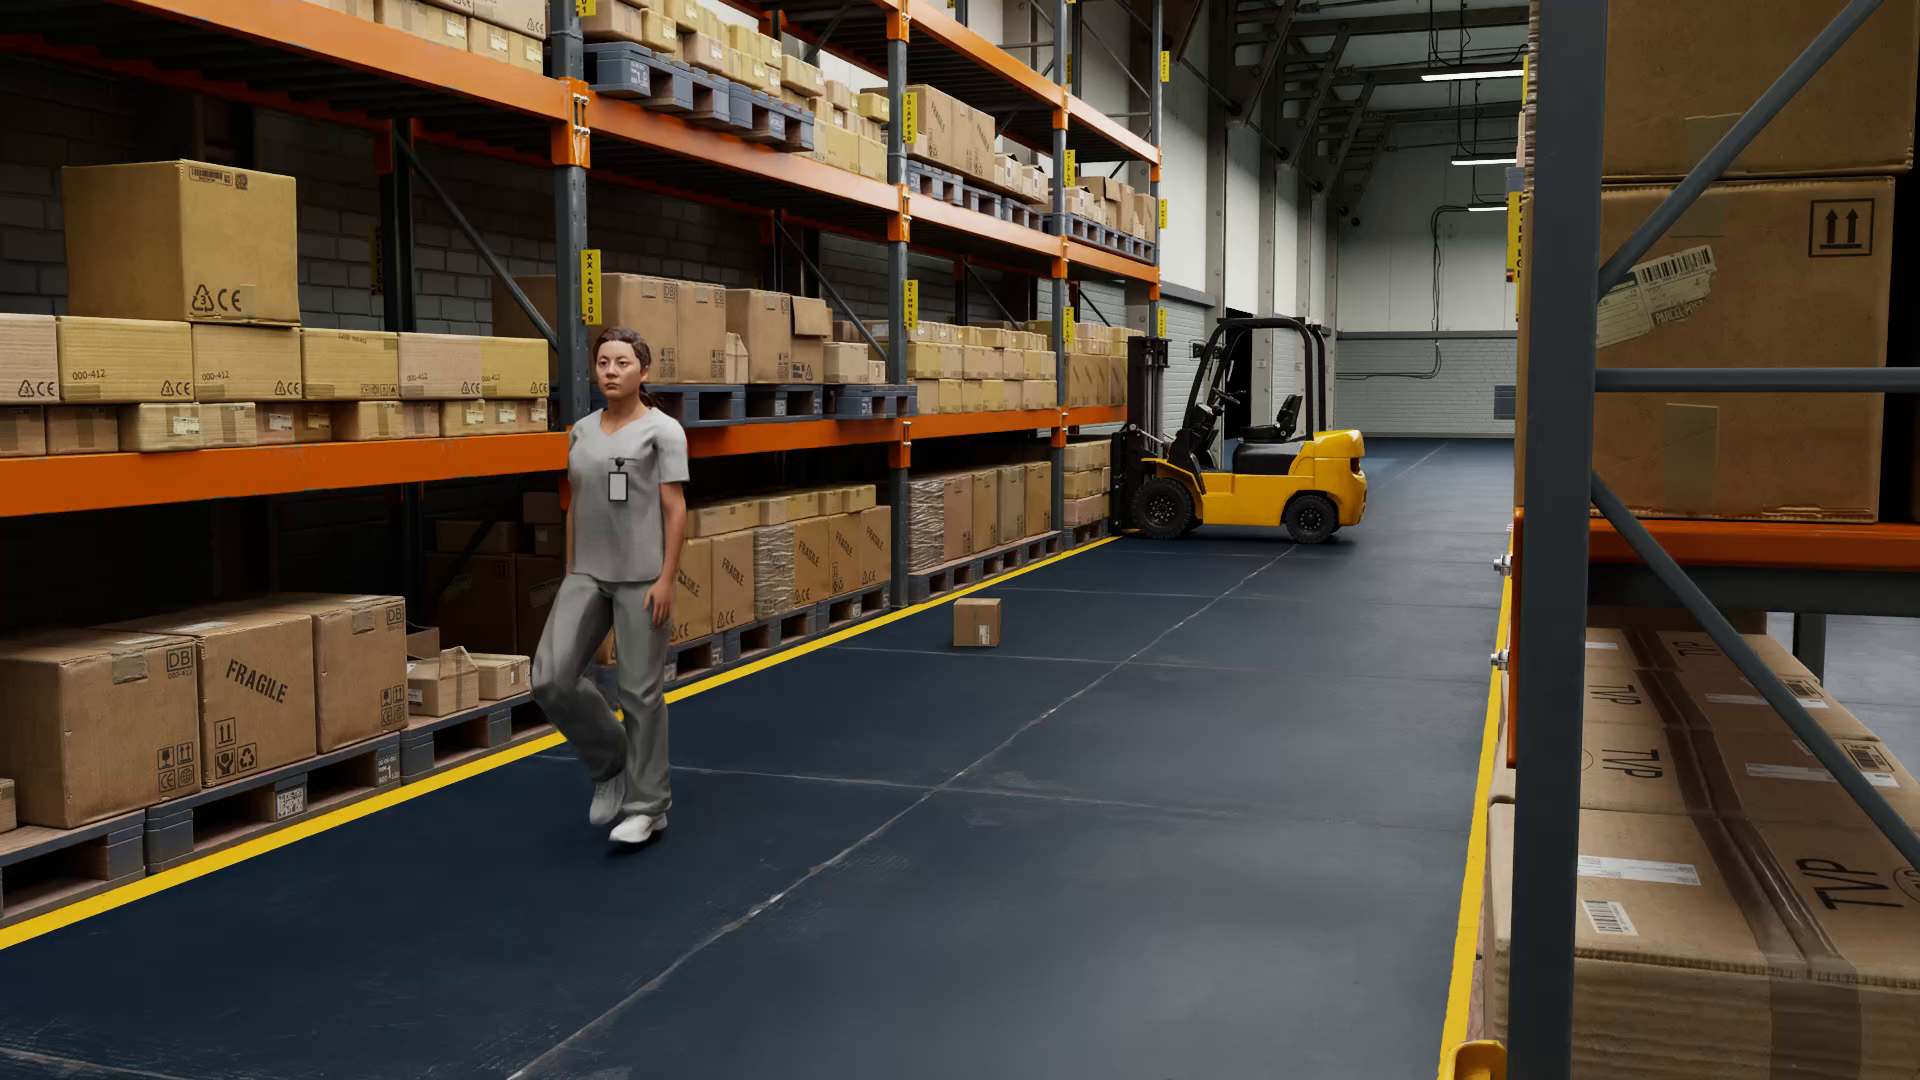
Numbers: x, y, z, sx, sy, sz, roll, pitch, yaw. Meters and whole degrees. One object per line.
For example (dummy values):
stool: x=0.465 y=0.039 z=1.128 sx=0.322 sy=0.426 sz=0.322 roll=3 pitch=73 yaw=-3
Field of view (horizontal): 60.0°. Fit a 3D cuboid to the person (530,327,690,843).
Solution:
person: x=-1.116 y=0.148 z=5.385 sx=0.468 sy=1.667 sz=0.463 roll=2 pitch=6 yaw=17
